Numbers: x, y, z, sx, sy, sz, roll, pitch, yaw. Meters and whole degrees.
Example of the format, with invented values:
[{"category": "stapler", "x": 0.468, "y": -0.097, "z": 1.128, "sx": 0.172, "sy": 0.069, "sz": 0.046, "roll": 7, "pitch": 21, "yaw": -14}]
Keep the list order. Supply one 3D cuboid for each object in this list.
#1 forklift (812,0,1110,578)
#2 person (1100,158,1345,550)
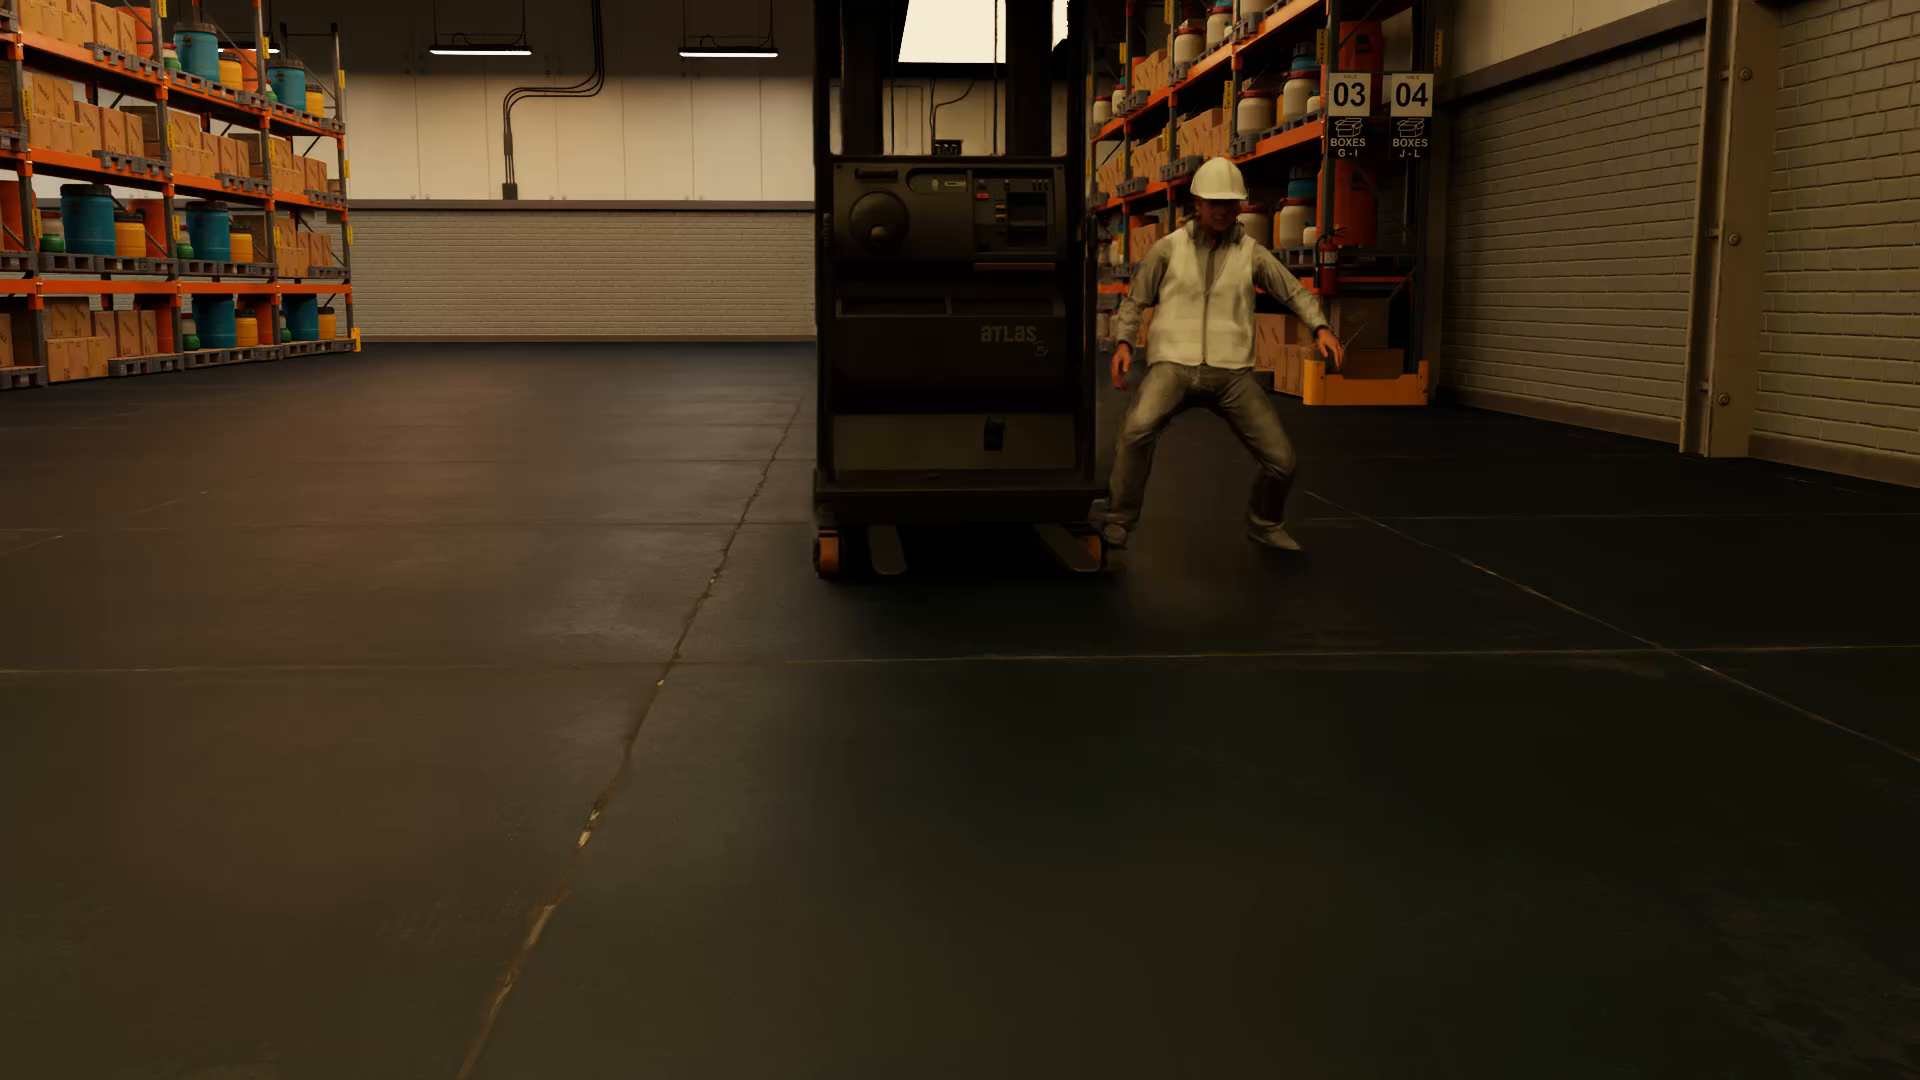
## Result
[{"category": "forklift", "x": -0.020, "y": -1.351, "z": 6.431, "sx": 1.130, "sy": 2.935, "sz": 3.031, "roll": -1, "pitch": 8, "yaw": -4}, {"category": "person", "x": 1.041, "y": -0.719, "z": 6.791, "sx": 0.981, "sy": 1.655, "sz": 0.811, "roll": 0, "pitch": 8, "yaw": 2}]
